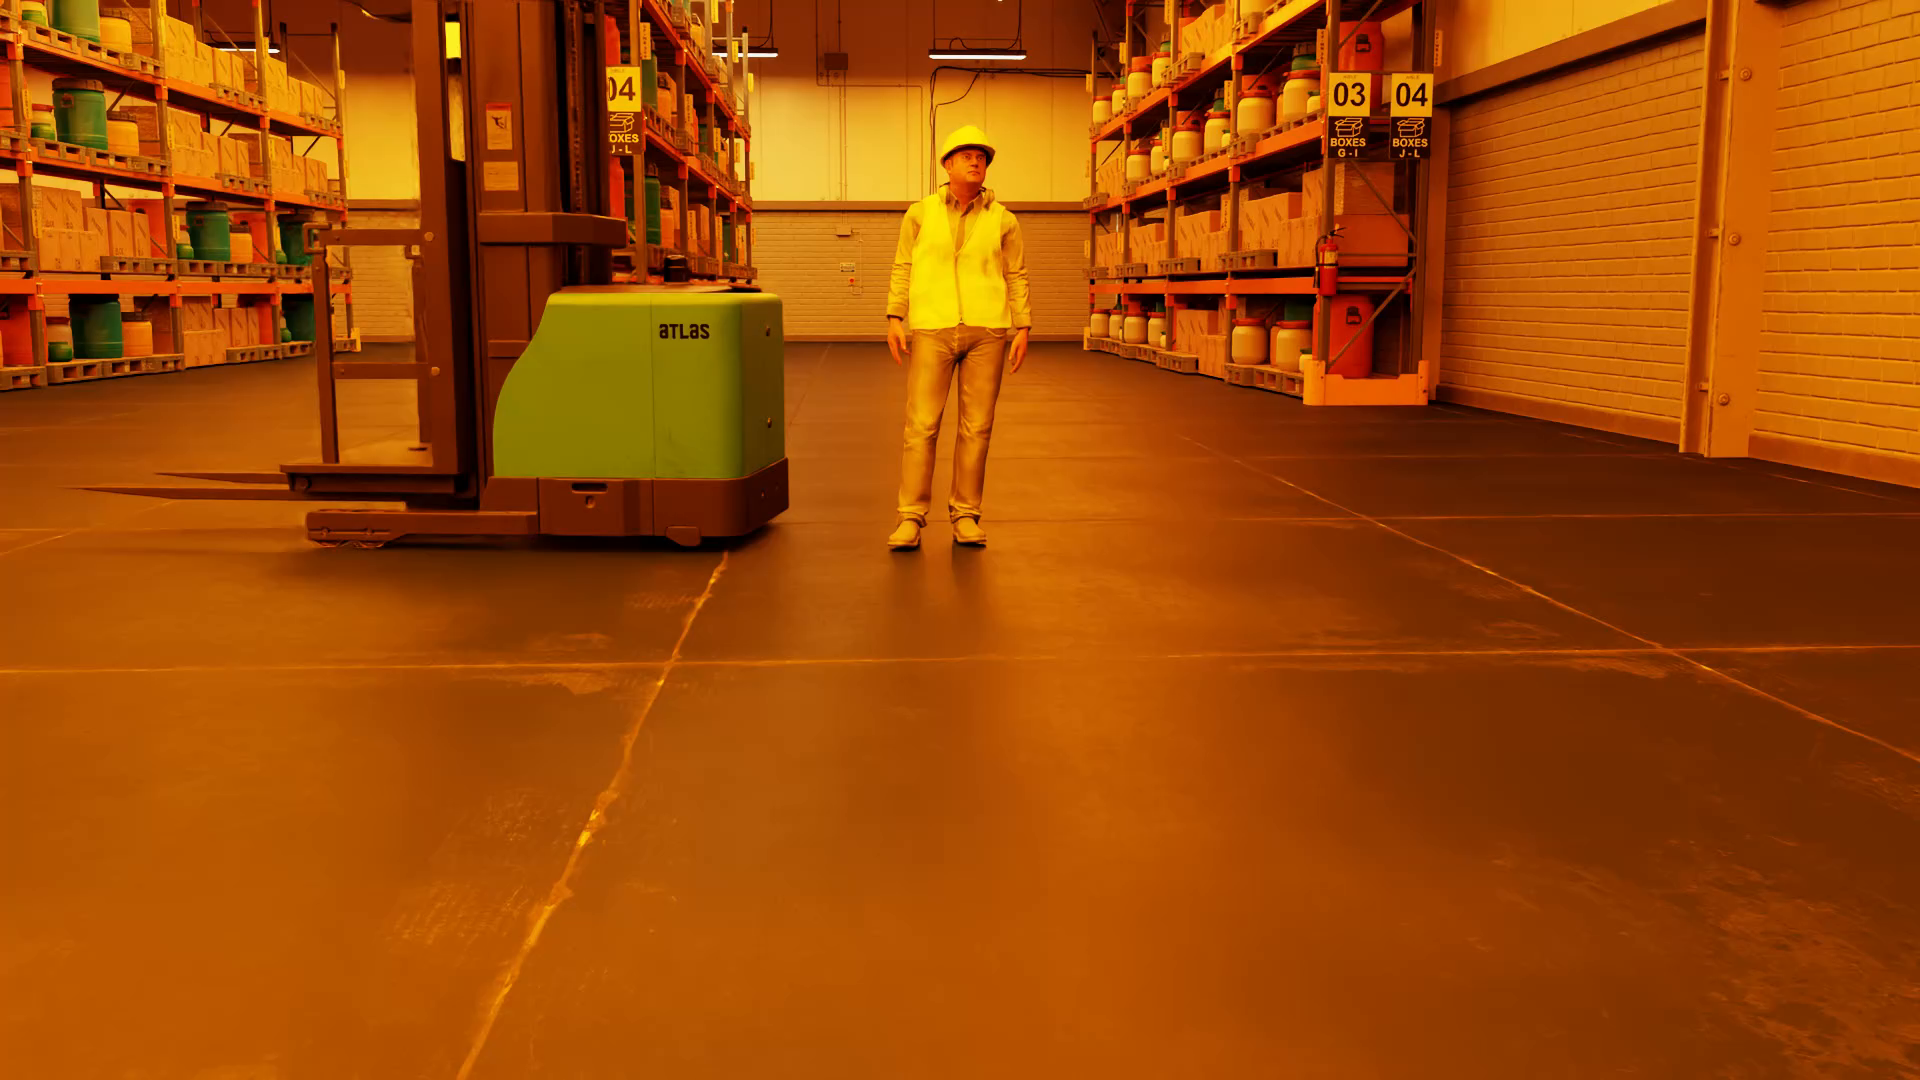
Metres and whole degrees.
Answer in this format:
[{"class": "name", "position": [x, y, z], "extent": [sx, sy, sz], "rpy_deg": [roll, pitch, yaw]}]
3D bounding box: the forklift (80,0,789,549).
[{"class": "forklift", "position": [-2.355, -1.488, 7.349], "extent": [3.031, 2.935, 1.130], "rpy_deg": [1, 8, 5]}]

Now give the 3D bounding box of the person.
[{"class": "person", "position": [-0.003, -0.876, 7.116], "extent": [0.634, 1.775, 0.566], "rpy_deg": [-1, 8, -4]}]
